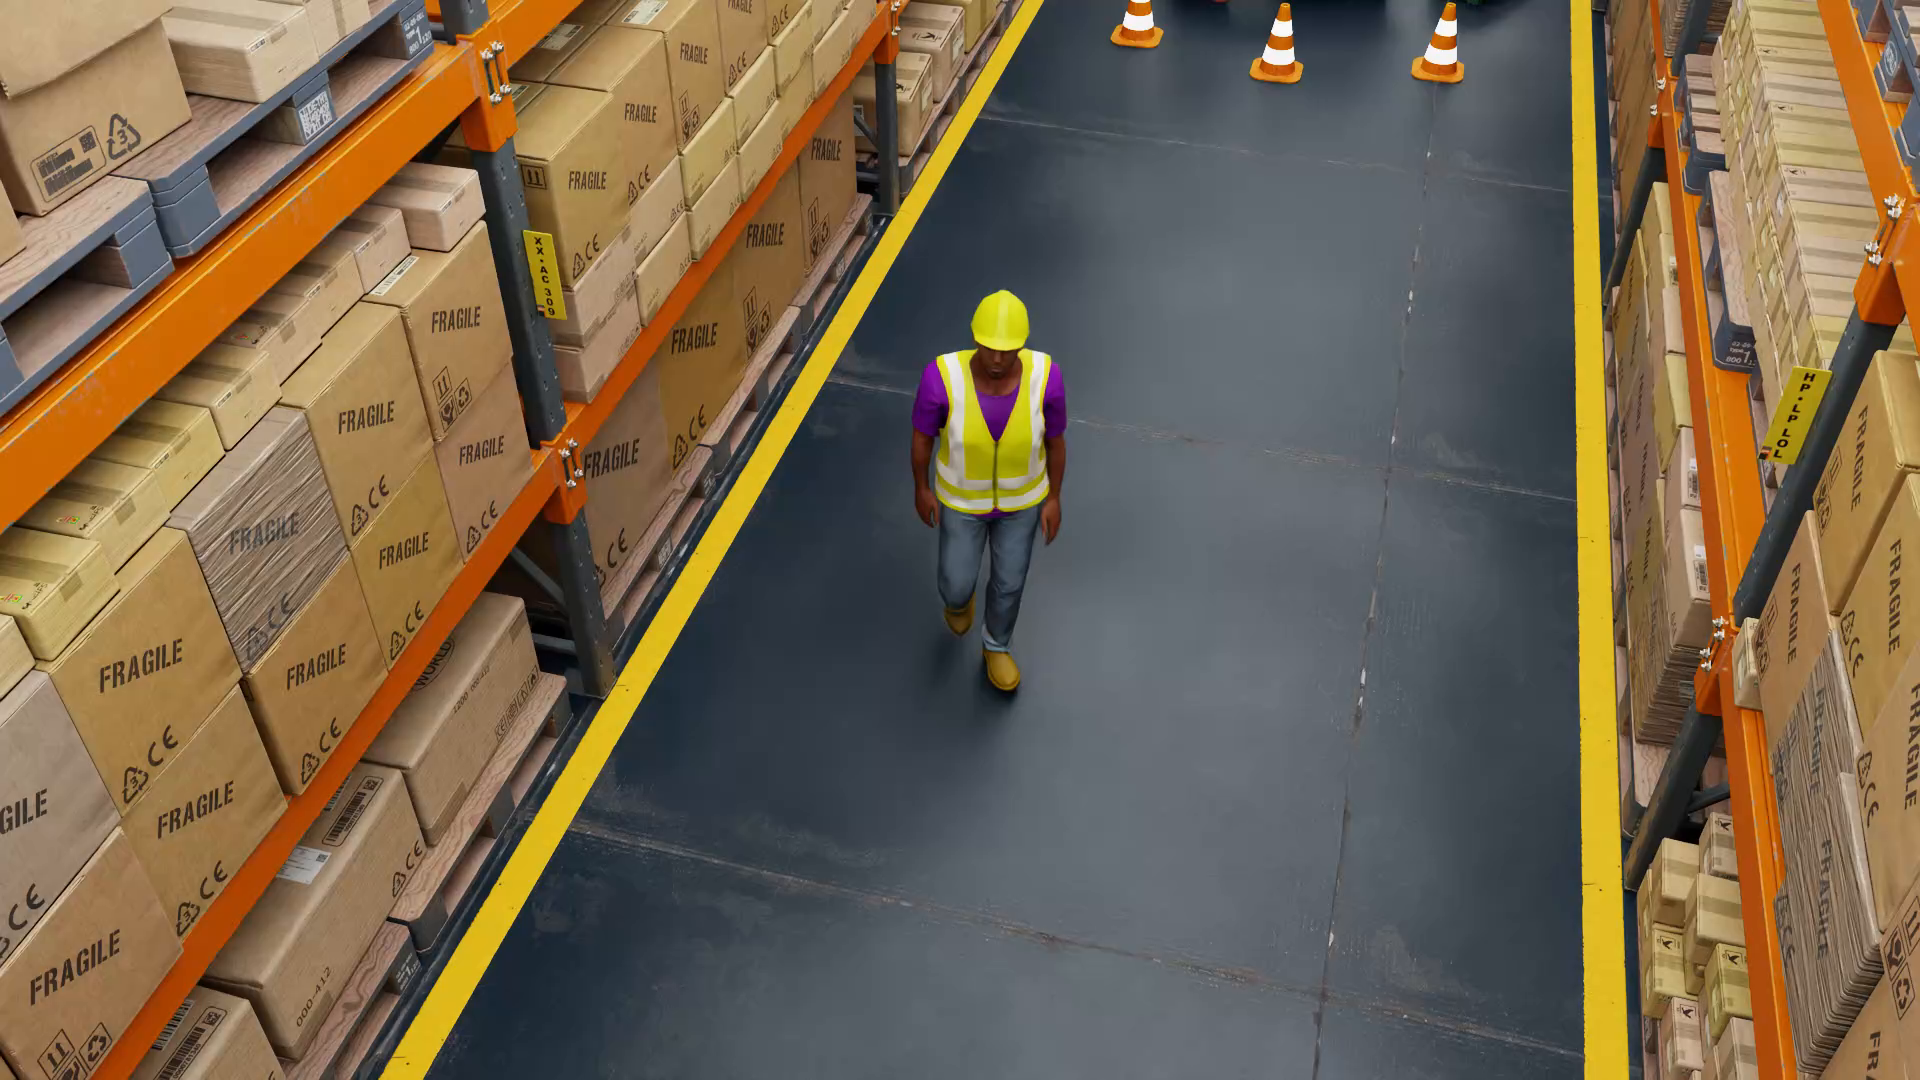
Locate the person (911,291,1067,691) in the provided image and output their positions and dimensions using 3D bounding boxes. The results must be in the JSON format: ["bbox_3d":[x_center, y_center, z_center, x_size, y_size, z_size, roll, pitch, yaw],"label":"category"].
[{"bbox_3d":[0.105,-0.206,6.341,0.581,1.758,0.544,-4,41,-4],"label":"person"}]
